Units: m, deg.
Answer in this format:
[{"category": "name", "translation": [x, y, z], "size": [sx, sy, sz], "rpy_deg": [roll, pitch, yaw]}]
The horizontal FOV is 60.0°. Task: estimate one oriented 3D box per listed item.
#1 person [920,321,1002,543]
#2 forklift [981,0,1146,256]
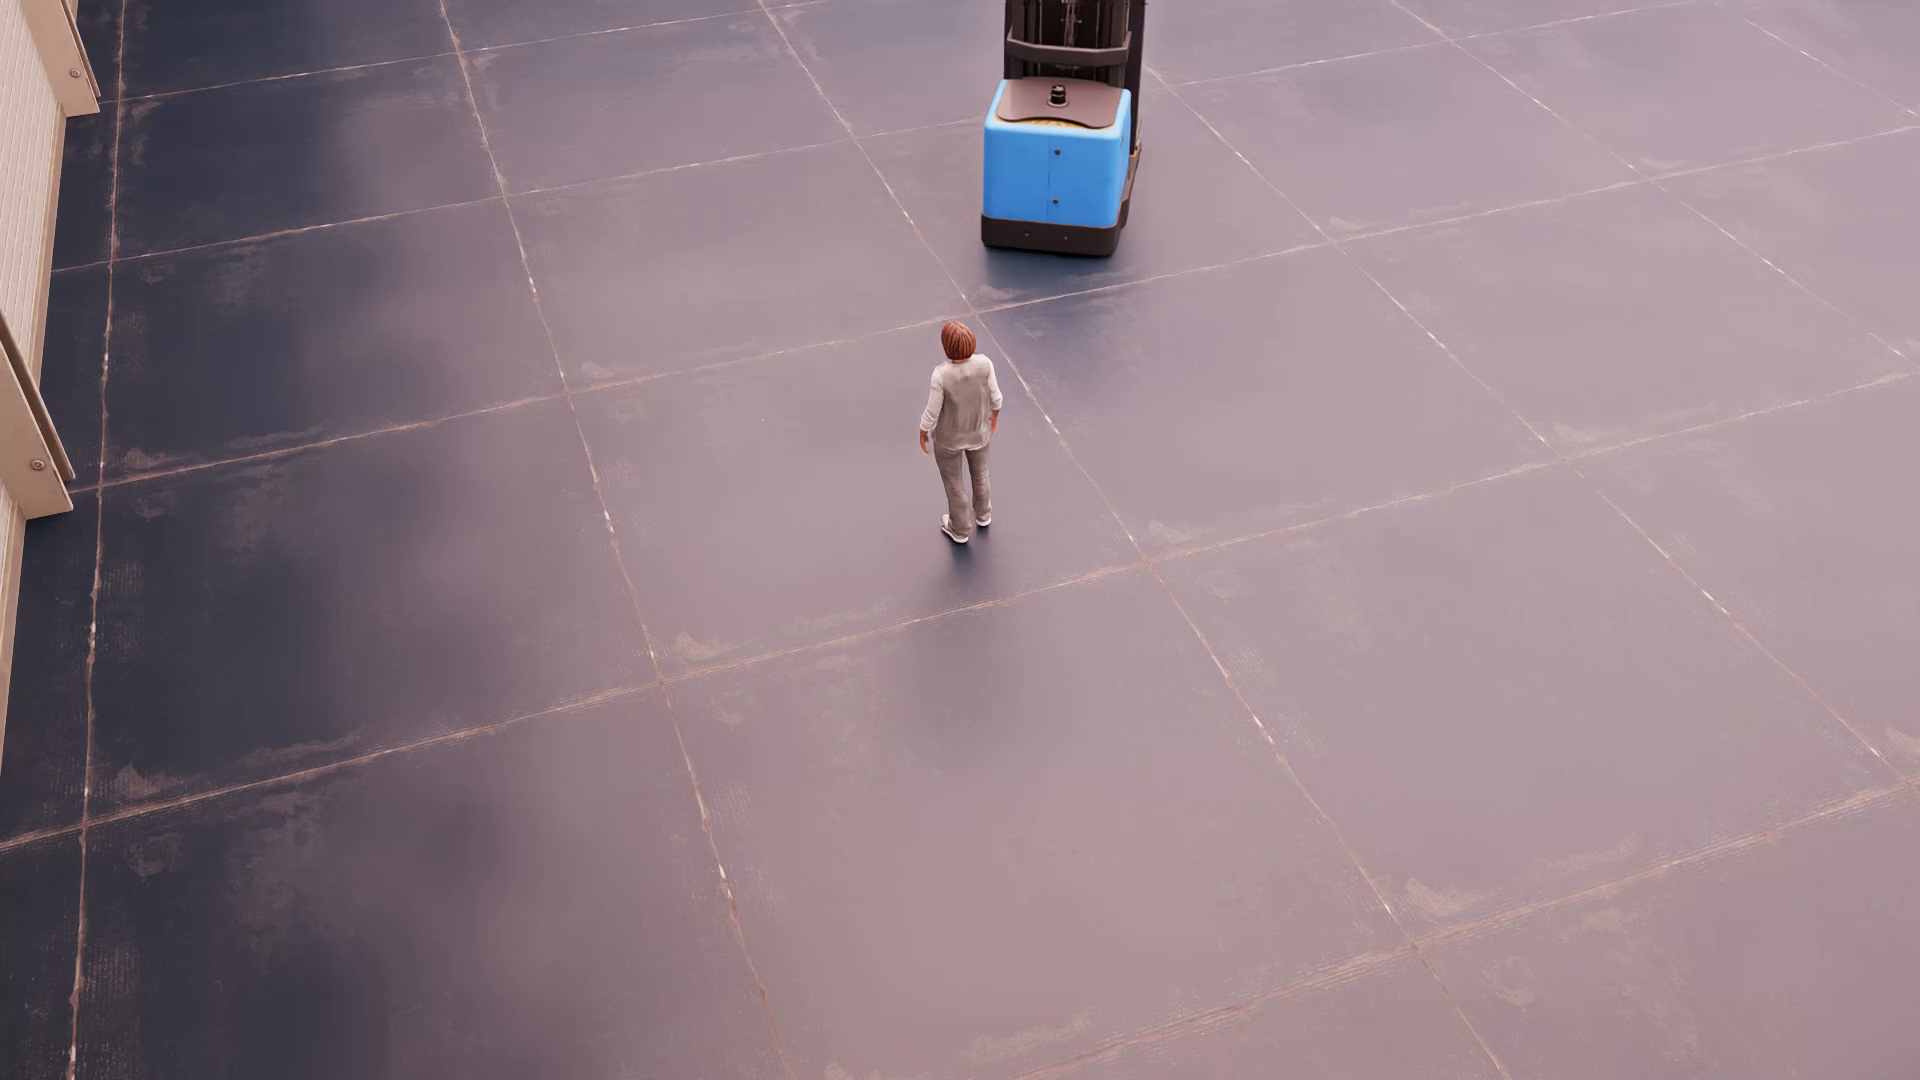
[{"category": "person", "translation": [-0.012, -0.665, 9.814], "size": [0.520, 1.597, 0.475], "rpy_deg": [-13, 42, -15]}, {"category": "forklift", "translation": [0.935, -4.257, 13.066], "size": [1.130, 2.935, 3.031], "rpy_deg": [7, 40, 8]}]
